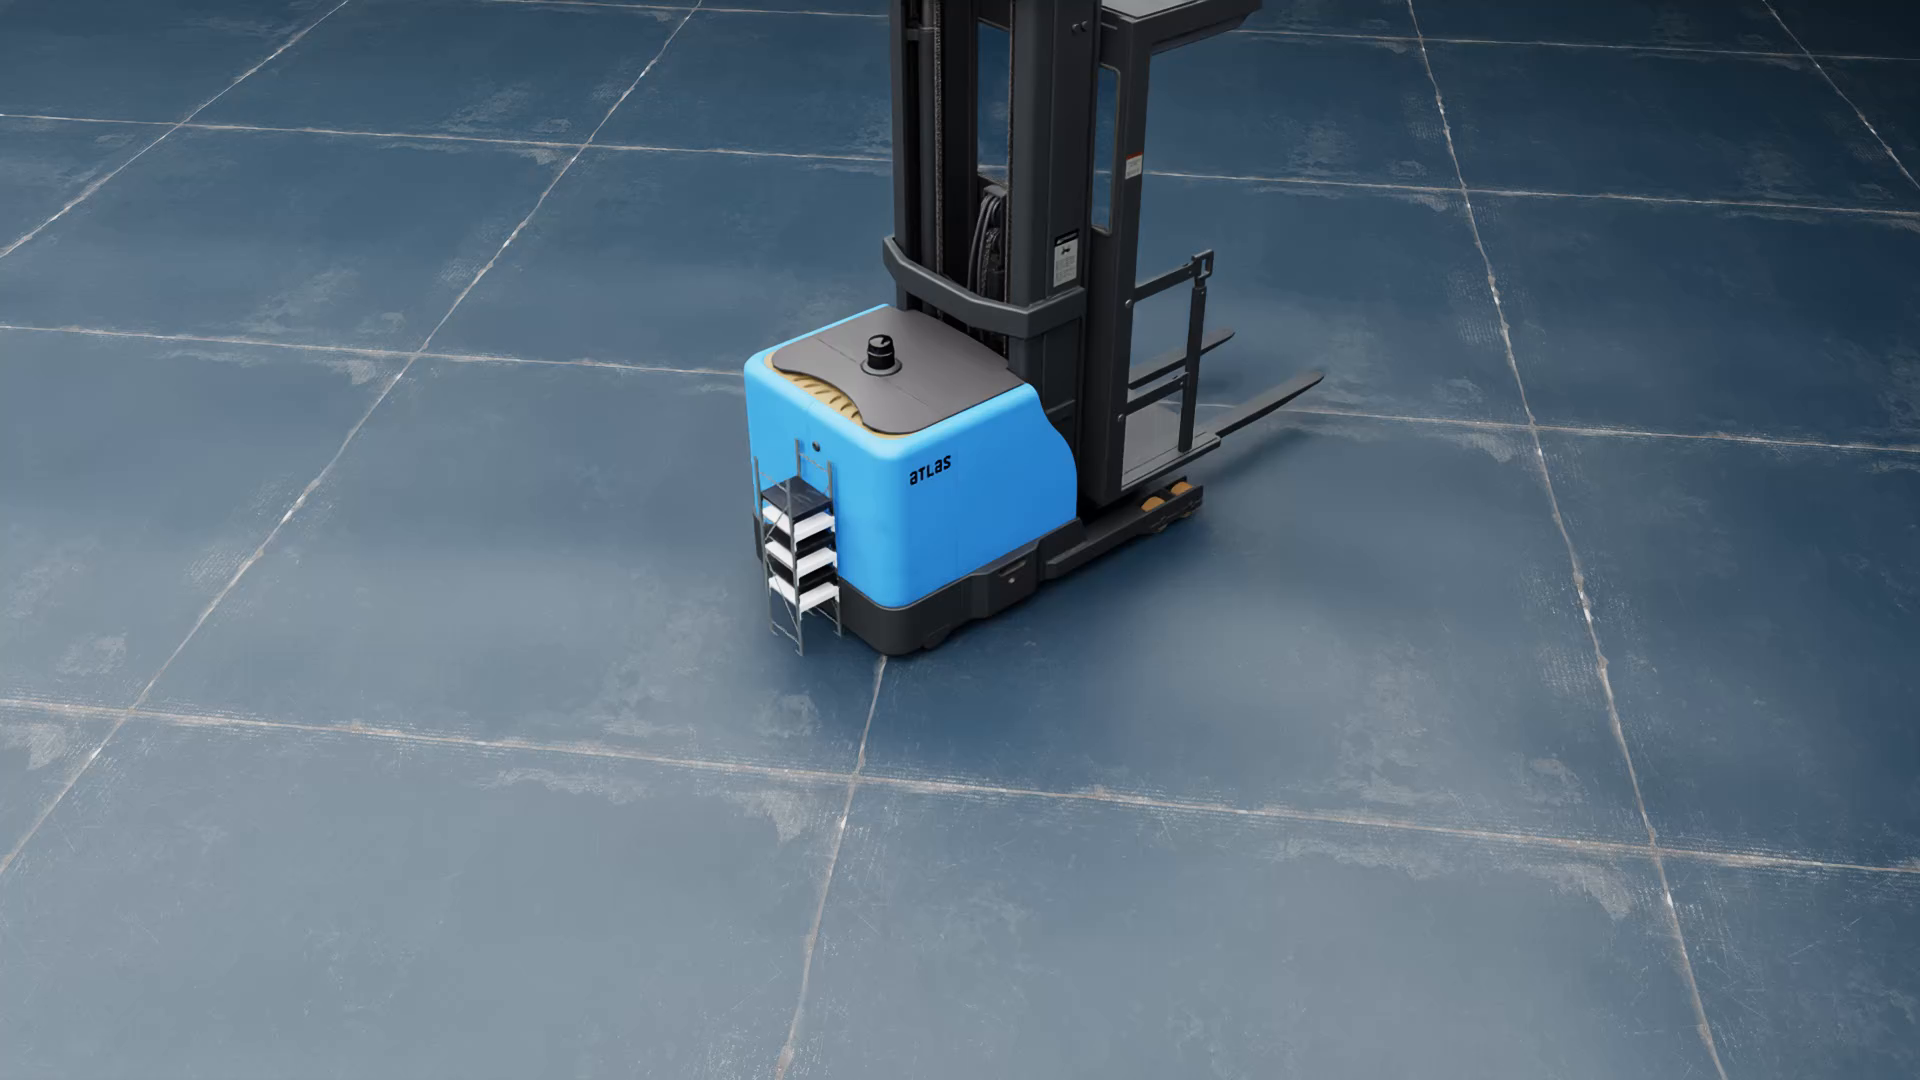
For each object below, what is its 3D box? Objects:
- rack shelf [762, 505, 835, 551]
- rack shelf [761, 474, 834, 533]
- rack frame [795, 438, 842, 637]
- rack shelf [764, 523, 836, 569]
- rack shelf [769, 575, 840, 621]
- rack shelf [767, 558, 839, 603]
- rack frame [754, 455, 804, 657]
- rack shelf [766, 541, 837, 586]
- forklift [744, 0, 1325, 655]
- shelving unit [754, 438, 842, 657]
[{"bbox_3d":[-0.670,-0.079,6.832,0.200,0.077,0.258,-27,43,-32],"label":"rack shelf"},{"bbox_3d":[-0.670,-0.152,6.780,0.200,0.077,0.258,-27,43,-32],"label":"rack shelf"},{"bbox_3d":[-0.592,0.001,6.972,0.006,0.900,0.240,-27,43,-32],"label":"rack frame"},{"bbox_3d":[-0.669,-0.006,6.885,0.200,0.077,0.258,-27,43,-32],"label":"rack shelf"},{"bbox_3d":[-0.668,0.213,7.043,0.200,0.077,0.258,-27,43,-32],"label":"rack shelf"},{"bbox_3d":[-0.668,0.140,6.990,0.200,0.077,0.258,-27,43,-32],"label":"rack shelf"},{"bbox_3d":[-0.746,0.079,6.865,0.006,0.900,0.240,-27,43,-32],"label":"rack frame"},{"bbox_3d":[-0.669,0.067,6.937,0.200,0.077,0.258,-27,43,-32],"label":"rack shelf"},{"bbox_3d":[0.519,-1.434,7.237,3.031,2.935,1.130,-27,43,-32],"label":"forklift"},{"bbox_3d":[-0.669,0.040,6.918,0.210,0.900,0.258,-27,43,-32],"label":"shelving unit"}]
